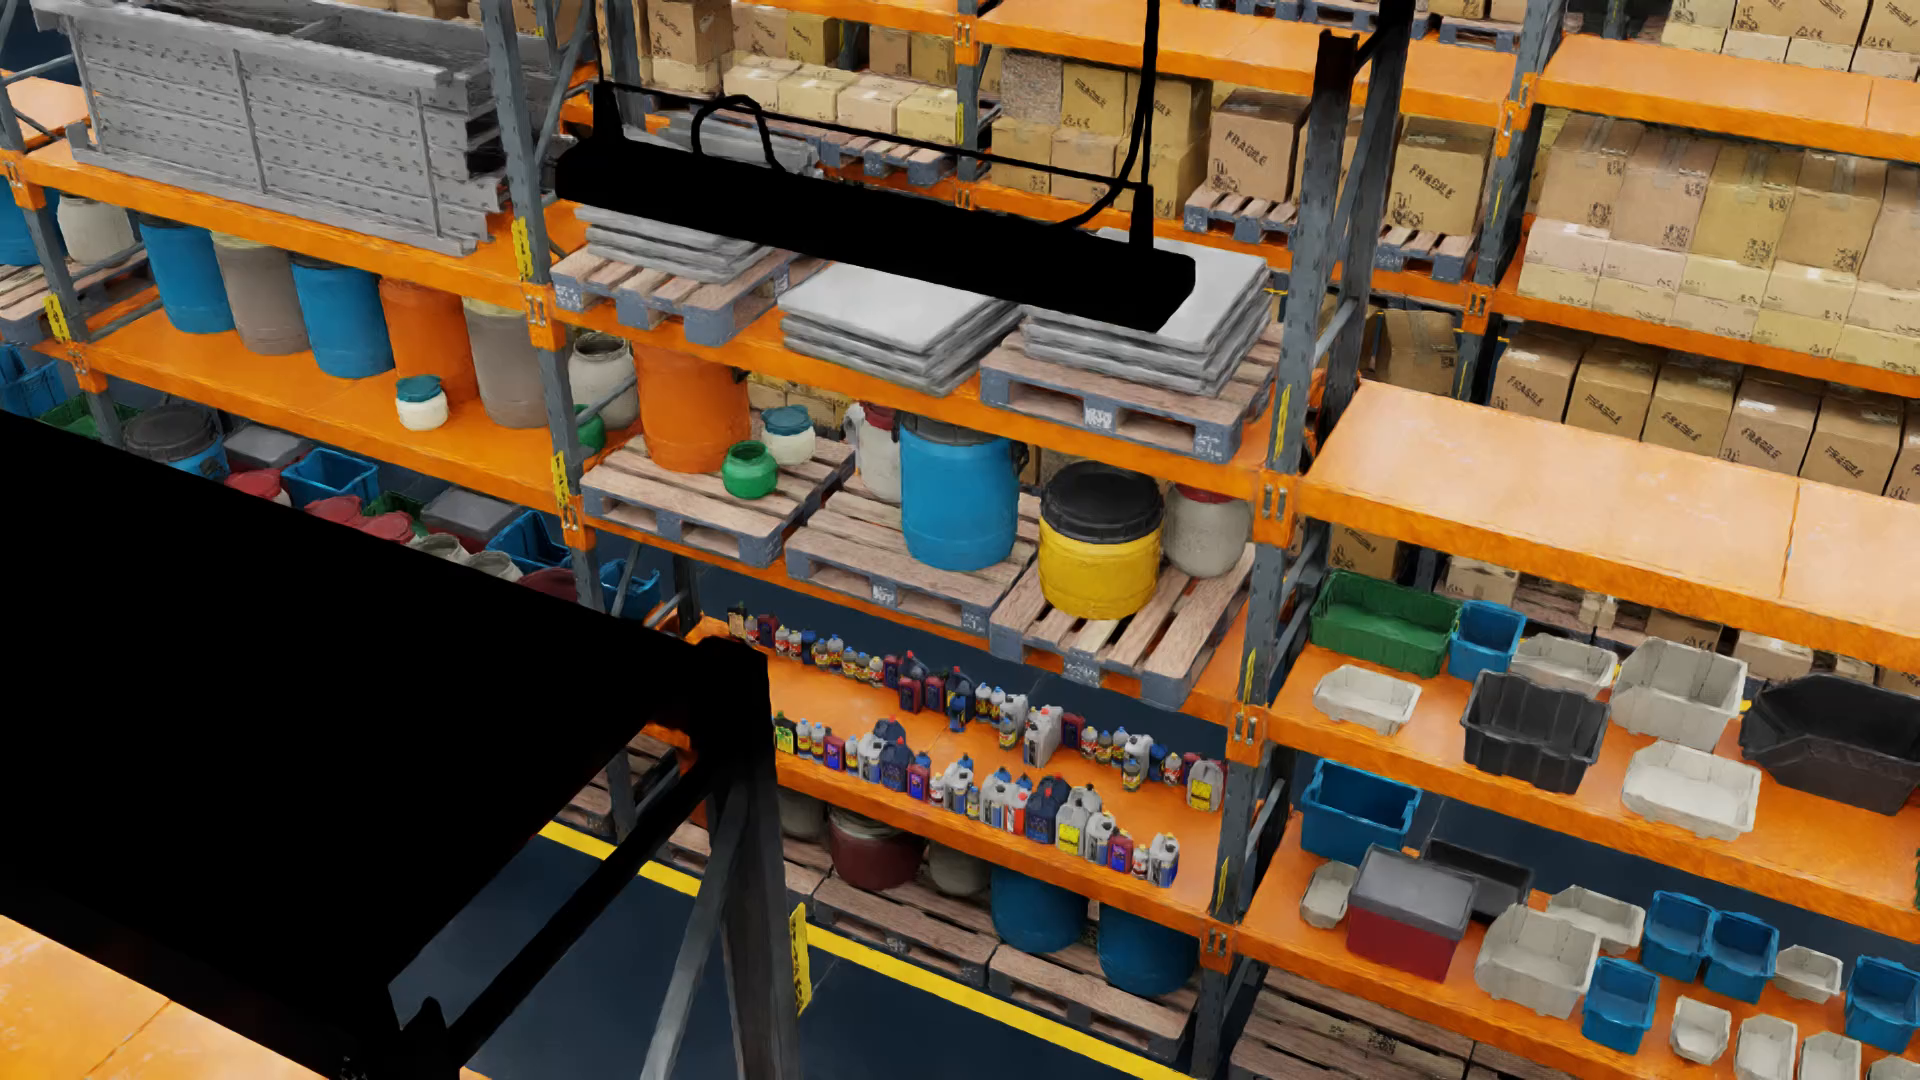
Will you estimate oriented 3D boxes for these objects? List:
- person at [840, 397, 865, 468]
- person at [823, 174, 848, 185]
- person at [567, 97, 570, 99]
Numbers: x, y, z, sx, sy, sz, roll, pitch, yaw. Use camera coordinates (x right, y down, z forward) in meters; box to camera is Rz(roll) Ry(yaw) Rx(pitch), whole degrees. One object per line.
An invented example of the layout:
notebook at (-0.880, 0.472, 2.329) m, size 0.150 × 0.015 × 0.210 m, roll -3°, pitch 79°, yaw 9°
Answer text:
person at (-0.787, -0.690, 13.434) m, size 1.018 × 1.604 × 0.444 m, roll 11°, pitch 36°, yaw 15°
person at (-1.249, -2.989, 16.659) m, size 0.537 × 1.679 × 0.408 m, roll -3°, pitch 35°, yaw -4°
person at (-4.501, -4.610, 18.947) m, size 0.837 × 1.713 × 0.683 m, roll 6°, pitch 36°, yaw 9°
